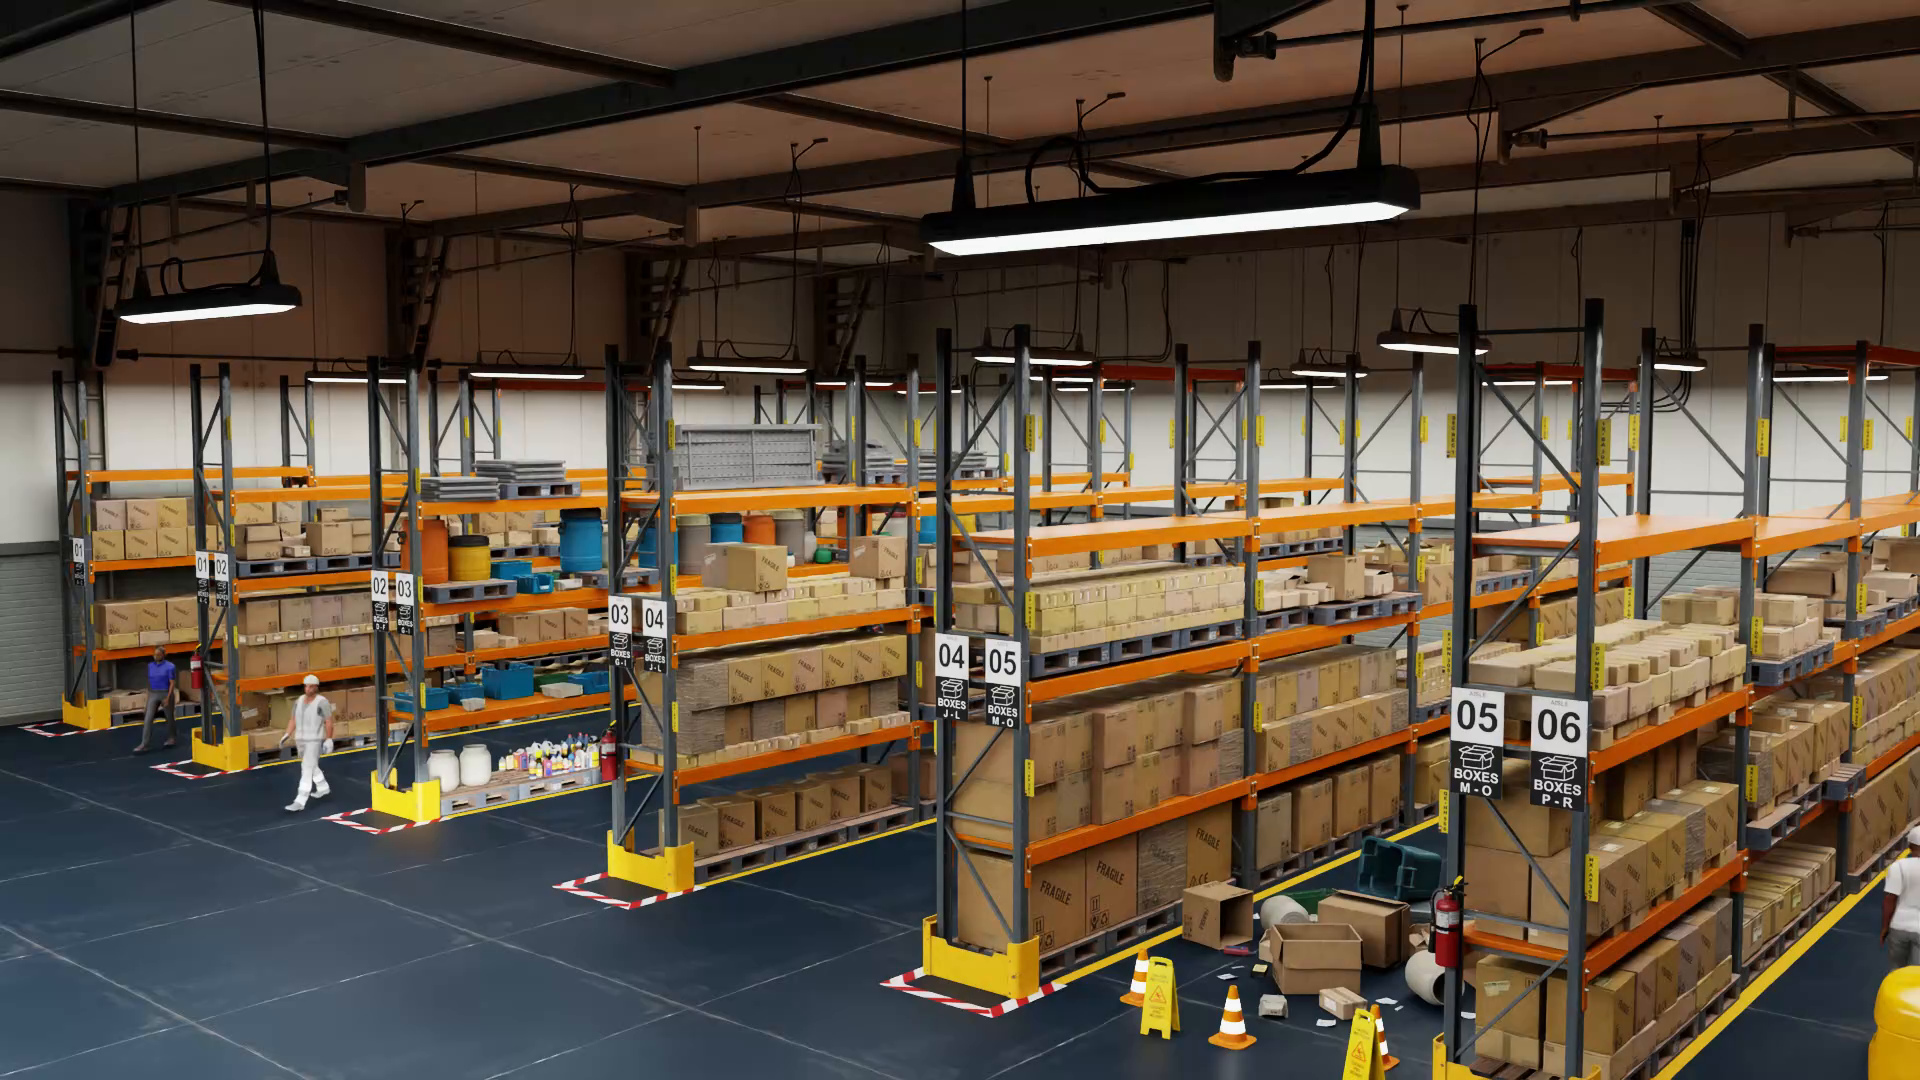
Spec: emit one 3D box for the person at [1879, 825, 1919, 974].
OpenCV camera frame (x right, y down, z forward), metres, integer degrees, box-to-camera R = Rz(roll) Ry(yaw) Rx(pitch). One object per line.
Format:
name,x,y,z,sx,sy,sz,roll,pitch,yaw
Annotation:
person,8.012,3.306,13.901,0.544,1.808,0.602,3,5,35

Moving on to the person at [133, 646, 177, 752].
person,-12.543,2.460,25.993,0.519,1.609,0.923,-1,4,-9

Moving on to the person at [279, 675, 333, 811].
person,-8.718,2.681,22.205,0.552,1.751,0.993,1,4,19
